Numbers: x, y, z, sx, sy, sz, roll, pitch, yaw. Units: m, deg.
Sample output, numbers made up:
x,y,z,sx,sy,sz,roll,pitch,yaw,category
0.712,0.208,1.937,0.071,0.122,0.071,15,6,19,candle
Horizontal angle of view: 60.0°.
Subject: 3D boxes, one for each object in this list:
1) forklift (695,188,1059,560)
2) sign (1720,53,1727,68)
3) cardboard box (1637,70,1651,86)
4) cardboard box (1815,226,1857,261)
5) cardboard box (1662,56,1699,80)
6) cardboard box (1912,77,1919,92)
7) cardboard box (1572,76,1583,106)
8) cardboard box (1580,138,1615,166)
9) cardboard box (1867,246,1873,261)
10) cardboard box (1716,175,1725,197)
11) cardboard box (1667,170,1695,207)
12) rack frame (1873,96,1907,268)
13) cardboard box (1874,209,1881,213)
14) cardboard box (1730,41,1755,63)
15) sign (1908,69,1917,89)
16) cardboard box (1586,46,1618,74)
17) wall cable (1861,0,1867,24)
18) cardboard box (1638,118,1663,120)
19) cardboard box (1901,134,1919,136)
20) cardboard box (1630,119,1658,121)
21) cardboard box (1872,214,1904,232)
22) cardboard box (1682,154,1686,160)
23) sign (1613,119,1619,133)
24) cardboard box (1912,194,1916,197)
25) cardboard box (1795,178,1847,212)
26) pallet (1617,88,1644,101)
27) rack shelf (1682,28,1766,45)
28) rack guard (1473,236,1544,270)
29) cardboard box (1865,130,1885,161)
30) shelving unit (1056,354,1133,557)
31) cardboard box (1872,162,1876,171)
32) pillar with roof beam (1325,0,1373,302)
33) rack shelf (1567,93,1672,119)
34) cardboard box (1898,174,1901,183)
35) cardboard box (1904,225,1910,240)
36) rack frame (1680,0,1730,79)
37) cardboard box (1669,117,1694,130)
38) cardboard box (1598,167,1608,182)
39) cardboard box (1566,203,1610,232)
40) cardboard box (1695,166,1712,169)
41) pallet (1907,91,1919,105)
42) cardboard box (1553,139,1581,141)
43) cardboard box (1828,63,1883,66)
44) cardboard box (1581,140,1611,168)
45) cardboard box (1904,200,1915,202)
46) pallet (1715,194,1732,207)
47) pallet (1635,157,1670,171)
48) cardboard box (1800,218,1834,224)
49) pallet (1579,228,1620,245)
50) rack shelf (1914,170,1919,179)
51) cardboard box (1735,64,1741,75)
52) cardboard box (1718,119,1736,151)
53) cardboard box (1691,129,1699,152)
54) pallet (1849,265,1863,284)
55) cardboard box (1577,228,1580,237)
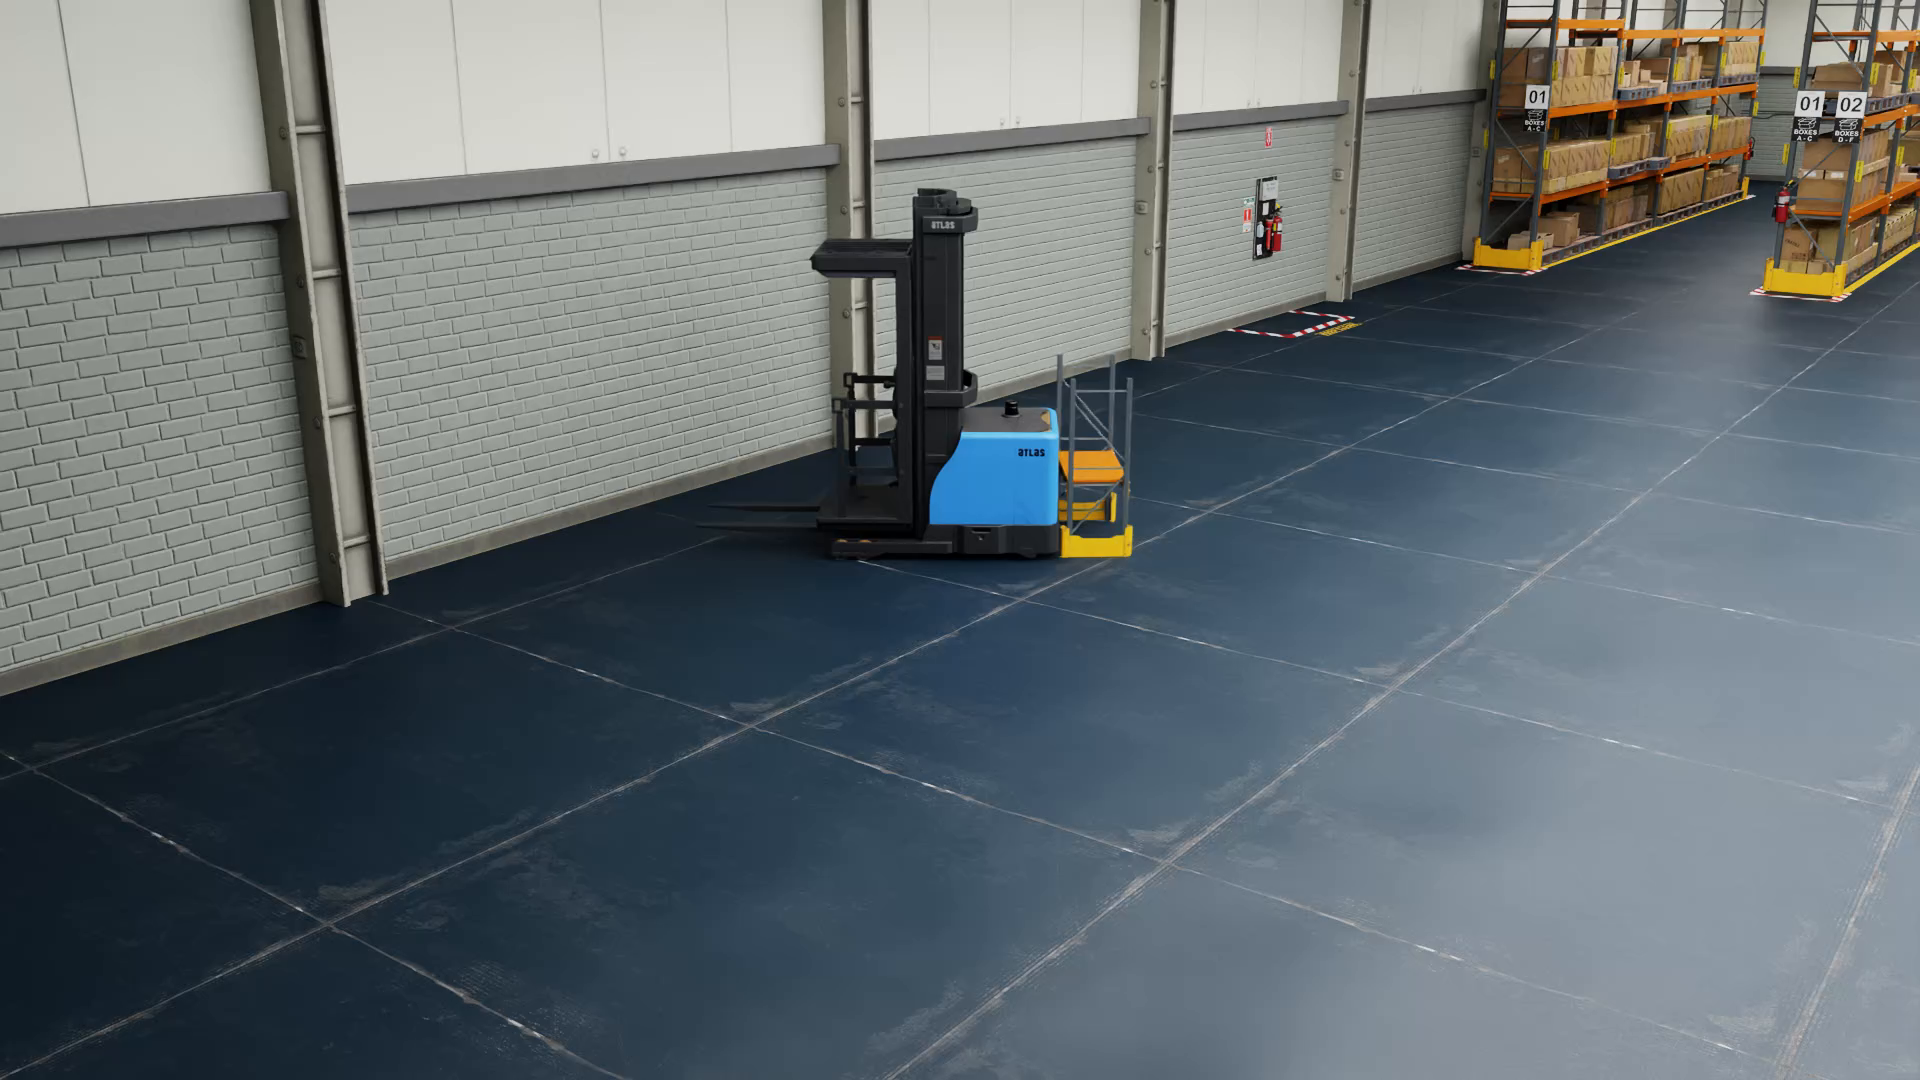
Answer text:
x,y,z,sx,sy,sz,roll,pitch,yaw,category
-0.688,-1.389,13.776,3.031,2.935,1.130,1,17,2,forklift
17.498,-10.989,38.113,0.100,0.325,0.005,12,21,35,sign
13.826,-9.499,34.510,0.797,0.503,0.637,16,24,42,cardboard box
14.681,-4.974,27.866,0.500,0.500,0.500,12,21,35,cardboard box
16.164,-10.609,37.381,0.700,0.500,0.500,12,21,34,cardboard box
17.780,-8.607,31.389,0.500,0.250,0.500,12,21,34,cardboard box
10.961,-8.166,30.222,0.500,0.500,0.500,14,22,37,cardboard box
12.620,-7.721,33.137,0.700,0.500,0.500,12,21,35,cardboard box
15.863,-5.094,29.518,0.500,0.250,0.500,12,21,35,cardboard box
18.193,-8.661,40.582,0.700,0.500,0.500,13,21,36,cardboard box
16.246,-8.037,37.983,0.750,0.750,0.750,13,22,36,cardboard box
16.270,-6.473,30.031,1.000,3.000,0.127,12,21,35,rack frame
17.799,-6.382,32.719,0.500,0.311,0.500,12,21,33,cardboard box
18.915,-11.833,40.345,0.500,0.500,0.500,13,22,36,cardboard box
16.717,-8.093,29.183,0.100,0.325,0.005,12,21,35,sign
12.209,-9.148,31.697,0.500,0.500,0.500,10,20,30,cardboard box
25.269,-14.806,43.467,3.097,2.526,0.112,12,21,35,wall cable
15.354,-9.256,37.024,0.500,0.250,0.500,12,21,33,cardboard box
20.033,-8.195,34.699,0.700,0.500,0.500,7,19,21,cardboard box
15.046,-9.134,36.632,0.500,0.250,0.500,12,21,33,cardboard box
17.631,-6.049,31.648,0.500,0.311,0.500,13,22,36,cardboard box
16.122,-8.656,37.450,0.380,0.149,0.250,13,22,36,cardboard box
14.225,-8.951,36.056,0.100,0.325,0.005,12,21,35,sign
20.244,-7.194,35.824,0.500,0.500,0.500,13,21,35,cardboard box
14.175,-5.677,27.299,0.700,0.500,0.500,12,21,35,cardboard box
12.743,-8.819,32.842,1.213,0.211,1.003,12,21,35,pallet
18.248,-12.060,39.793,1.077,0.370,4.000,12,21,35,rack shelf
9.951,-5.219,30.208,1.175,0.500,0.348,12,21,35,rack guard
15.710,-6.913,29.091,0.700,0.500,0.500,12,21,35,cardboard box
1.110,-0.736,14.081,0.587,1.500,1.083,-1,17,-3,shelving unit
15.522,-6.426,28.616,0.380,0.149,0.250,13,22,36,cardboard box
9.511,-7.390,22.867,9.100,9.000,0.400,12,21,35,pillar with roof beam
13.481,-8.913,34.042,1.077,0.370,4.000,12,21,35,rack shelf
17.939,-6.992,32.126,0.380,0.149,0.250,14,22,39,cardboard box
18.231,-6.021,32.504,0.500,0.250,0.500,12,21,34,cardboard box
17.056,-12.118,38.093,1.000,3.000,0.127,12,21,35,rack frame
16.064,-9.291,37.136,0.500,0.250,0.500,12,21,34,cardboard box
12.250,-7.119,32.330,0.500,0.250,0.500,12,21,35,cardboard box
12.715,-6.542,33.726,0.700,0.500,0.500,13,22,37,cardboard box
18.262,-9.101,40.905,0.380,0.149,0.250,13,21,35,cardboard box
17.657,-8.324,31.251,1.003,0.211,1.213,14,22,37,pallet
11.842,-7.569,32.513,0.500,0.500,0.500,12,21,33,cardboard box
15.187,-7.852,28.296,0.797,0.503,0.637,15,23,41,cardboard box
12.256,-7.476,32.216,0.500,0.500,0.500,12,21,35,cardboard box
19.764,-6.744,34.377,0.500,0.500,0.500,12,21,34,cardboard box
18.298,-8.380,40.874,1.003,0.211,1.213,12,21,35,pallet
14.334,-8.020,35.336,1.213,0.211,1.003,12,21,35,pallet
14.850,-5.306,28.936,0.500,0.500,0.500,12,21,35,cardboard box
12.752,-6.202,33.858,1.003,0.211,1.213,12,21,35,pallet
19.845,-7.559,34.739,1.077,0.370,4.000,12,21,35,rack shelf
18.294,-11.223,39.643,0.500,0.250,0.500,12,21,33,cardboard box
18.257,-9.871,40.465,0.980,0.700,0.700,11,20,32,cardboard box
16.381,-9.056,37.646,0.500,0.500,0.500,12,21,35,cardboard box
15.036,-4.668,28.918,1.003,0.211,1.213,12,21,35,pallet
11.995,-6.072,32.774,0.380,0.166,0.250,9,20,28,cardboard box
